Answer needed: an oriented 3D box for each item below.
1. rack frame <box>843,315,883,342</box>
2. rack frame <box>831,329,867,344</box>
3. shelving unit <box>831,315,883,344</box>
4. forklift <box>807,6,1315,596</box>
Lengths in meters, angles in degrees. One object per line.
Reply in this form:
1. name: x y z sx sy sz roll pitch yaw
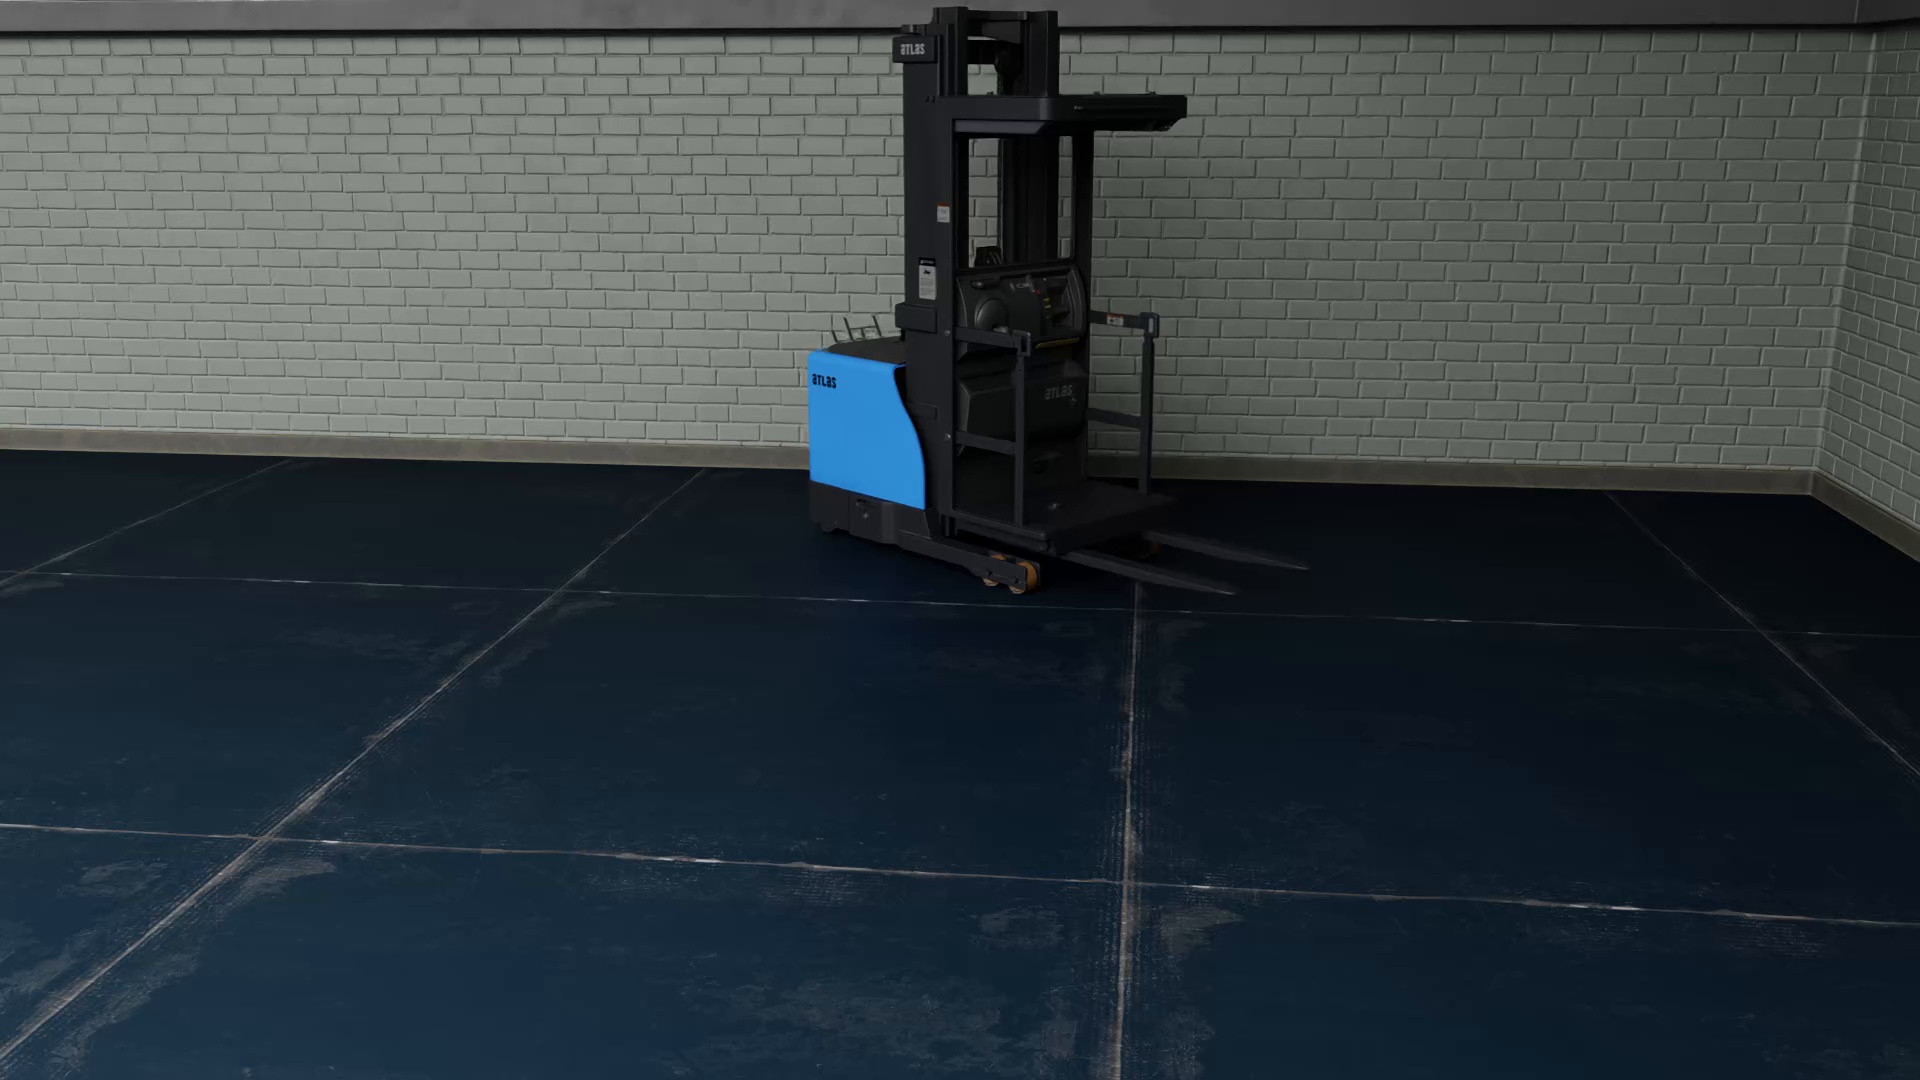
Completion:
1. rack frame: -0.463 -0.891 10.633 0.240 1.200 0.006 -11 -14 -34
2. rack frame: -0.552 -0.827 10.780 0.240 1.200 0.006 -11 -14 -34
3. shelving unit: -0.508 -0.859 10.706 0.258 1.200 0.189 -11 -14 -34
4. forklift: 0.484 -1.287 8.807 1.130 2.935 3.031 -14 21 -42
